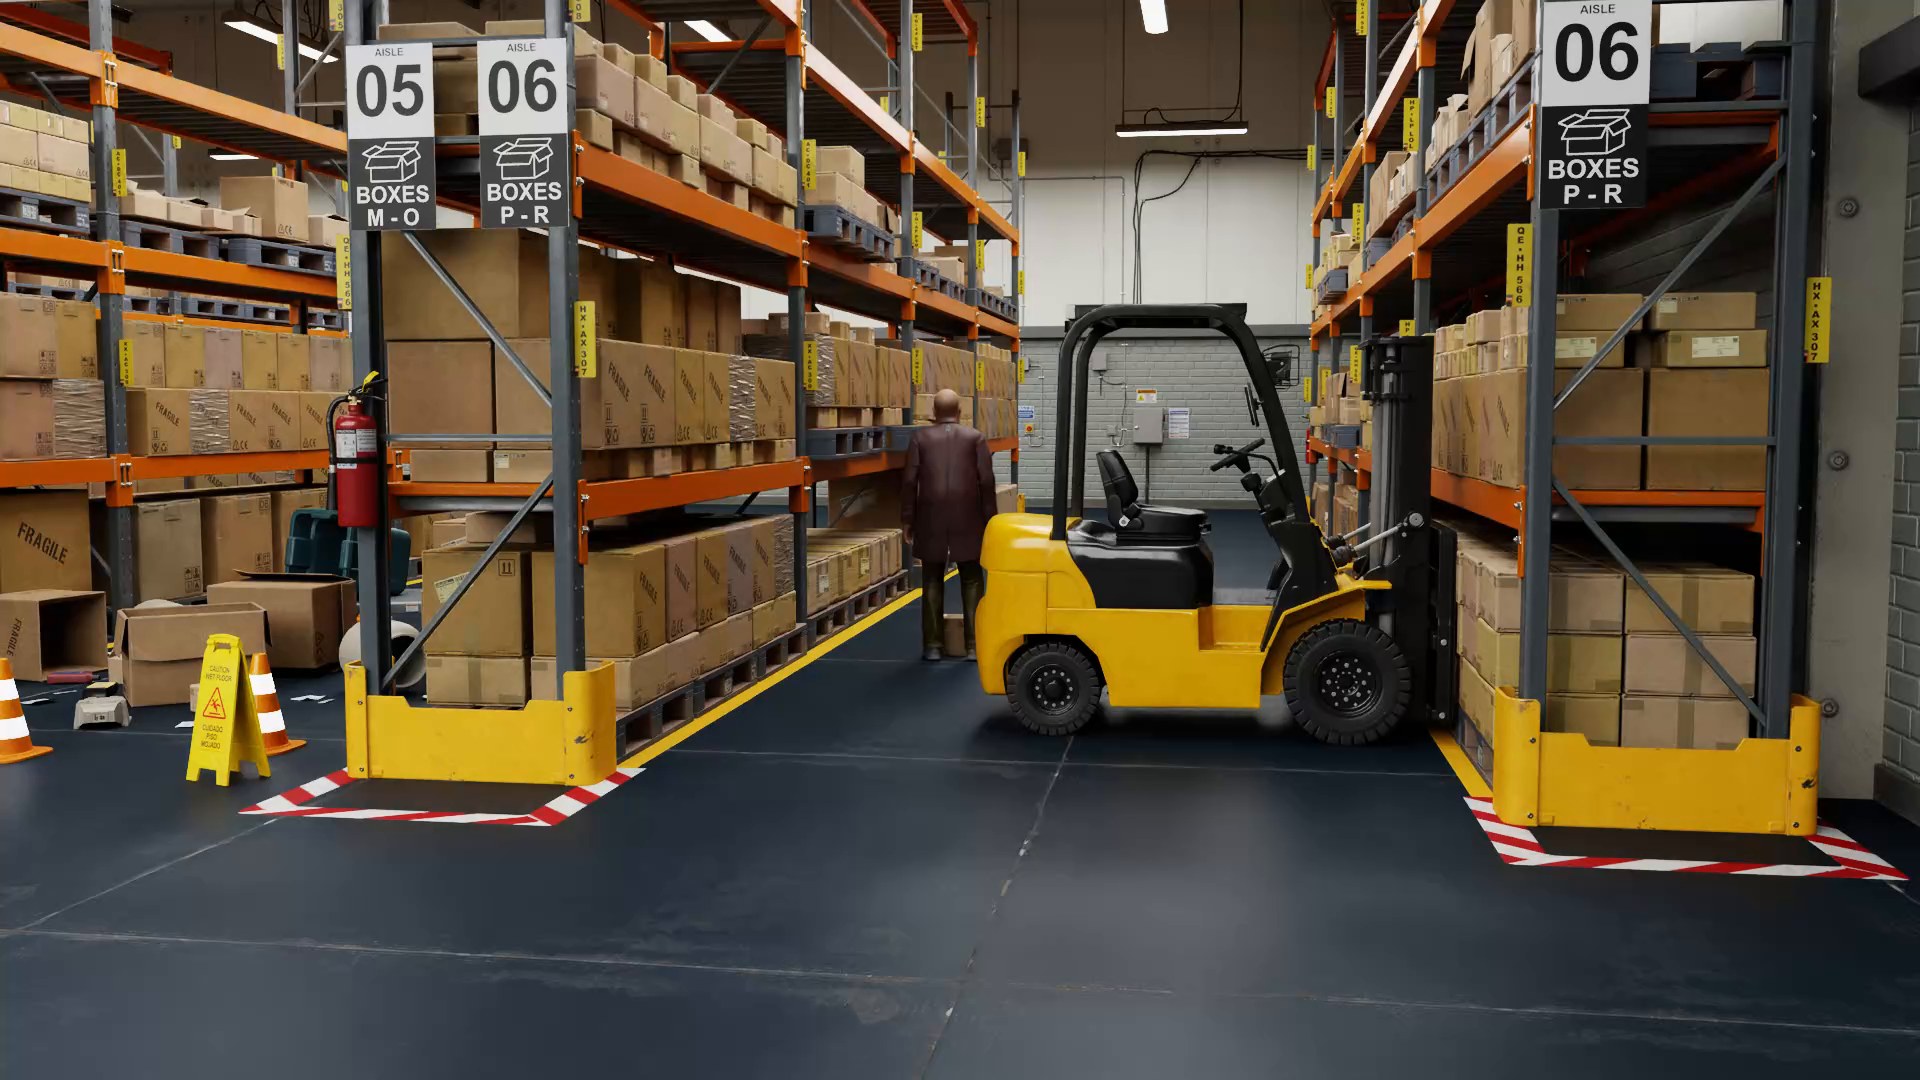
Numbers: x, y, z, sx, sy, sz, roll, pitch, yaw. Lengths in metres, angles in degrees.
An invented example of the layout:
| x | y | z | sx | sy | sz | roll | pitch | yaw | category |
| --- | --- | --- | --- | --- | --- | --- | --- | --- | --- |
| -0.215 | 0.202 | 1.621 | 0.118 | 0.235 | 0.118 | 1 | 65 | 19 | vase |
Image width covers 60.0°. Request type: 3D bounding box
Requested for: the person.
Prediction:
| x | y | z | sx | sy | sz | roll | pitch | yaw | category |
| --- | --- | --- | --- | --- | --- | --- | --- | --- | --- |
| -0.069 | -0.103 | 10.931 | 0.654 | 1.774 | 0.419 | 0 | 4 | 4 | person |
